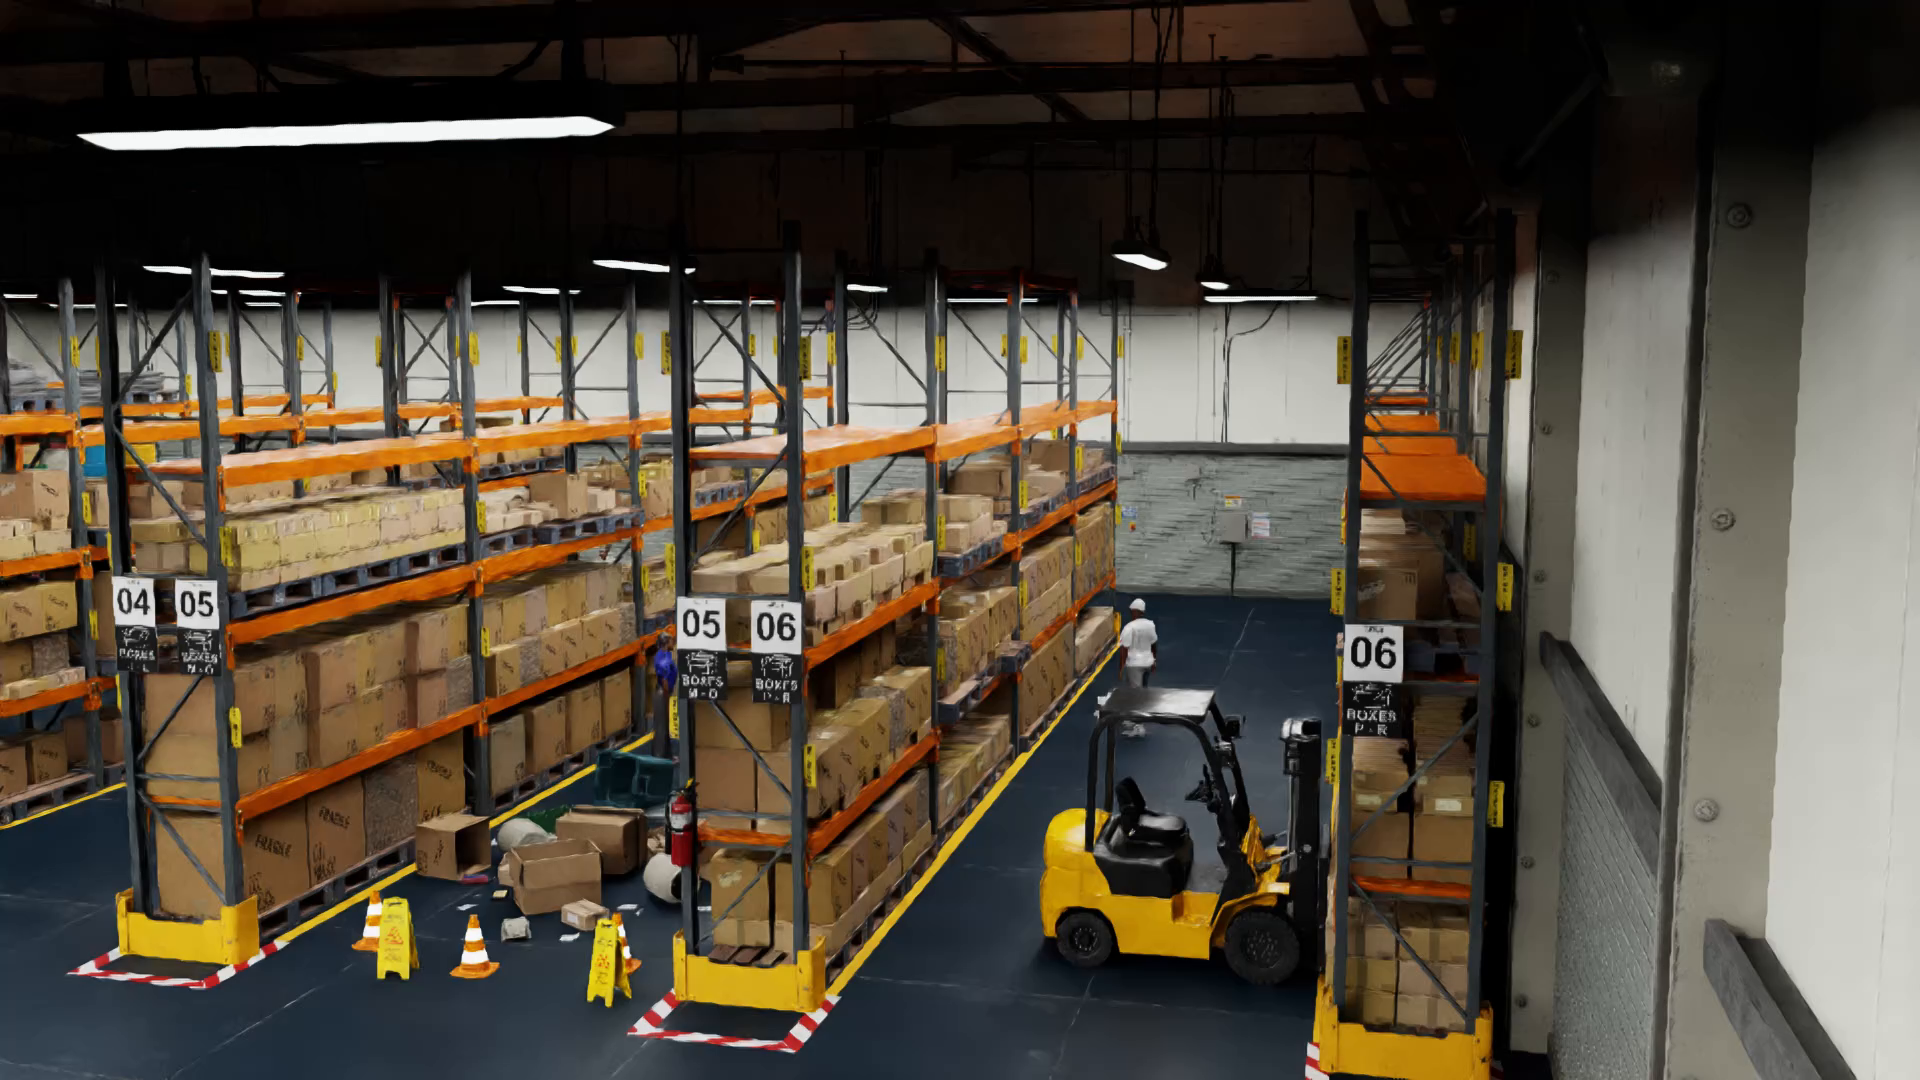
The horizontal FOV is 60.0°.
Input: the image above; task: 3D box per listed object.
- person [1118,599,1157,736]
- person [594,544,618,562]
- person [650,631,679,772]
[{"bbox_3d":[2.297,1.633,21.712,0.580,1.763,0.673,7,10,44],"label":"person"},{"bbox_3d":[-6.182,0.823,29.024,0.495,1.589,1.076,2,7,16],"label":"person"},{"bbox_3d":[-3.498,1.917,19.890,0.437,1.653,0.553,-2,7,-16],"label":"person"}]
